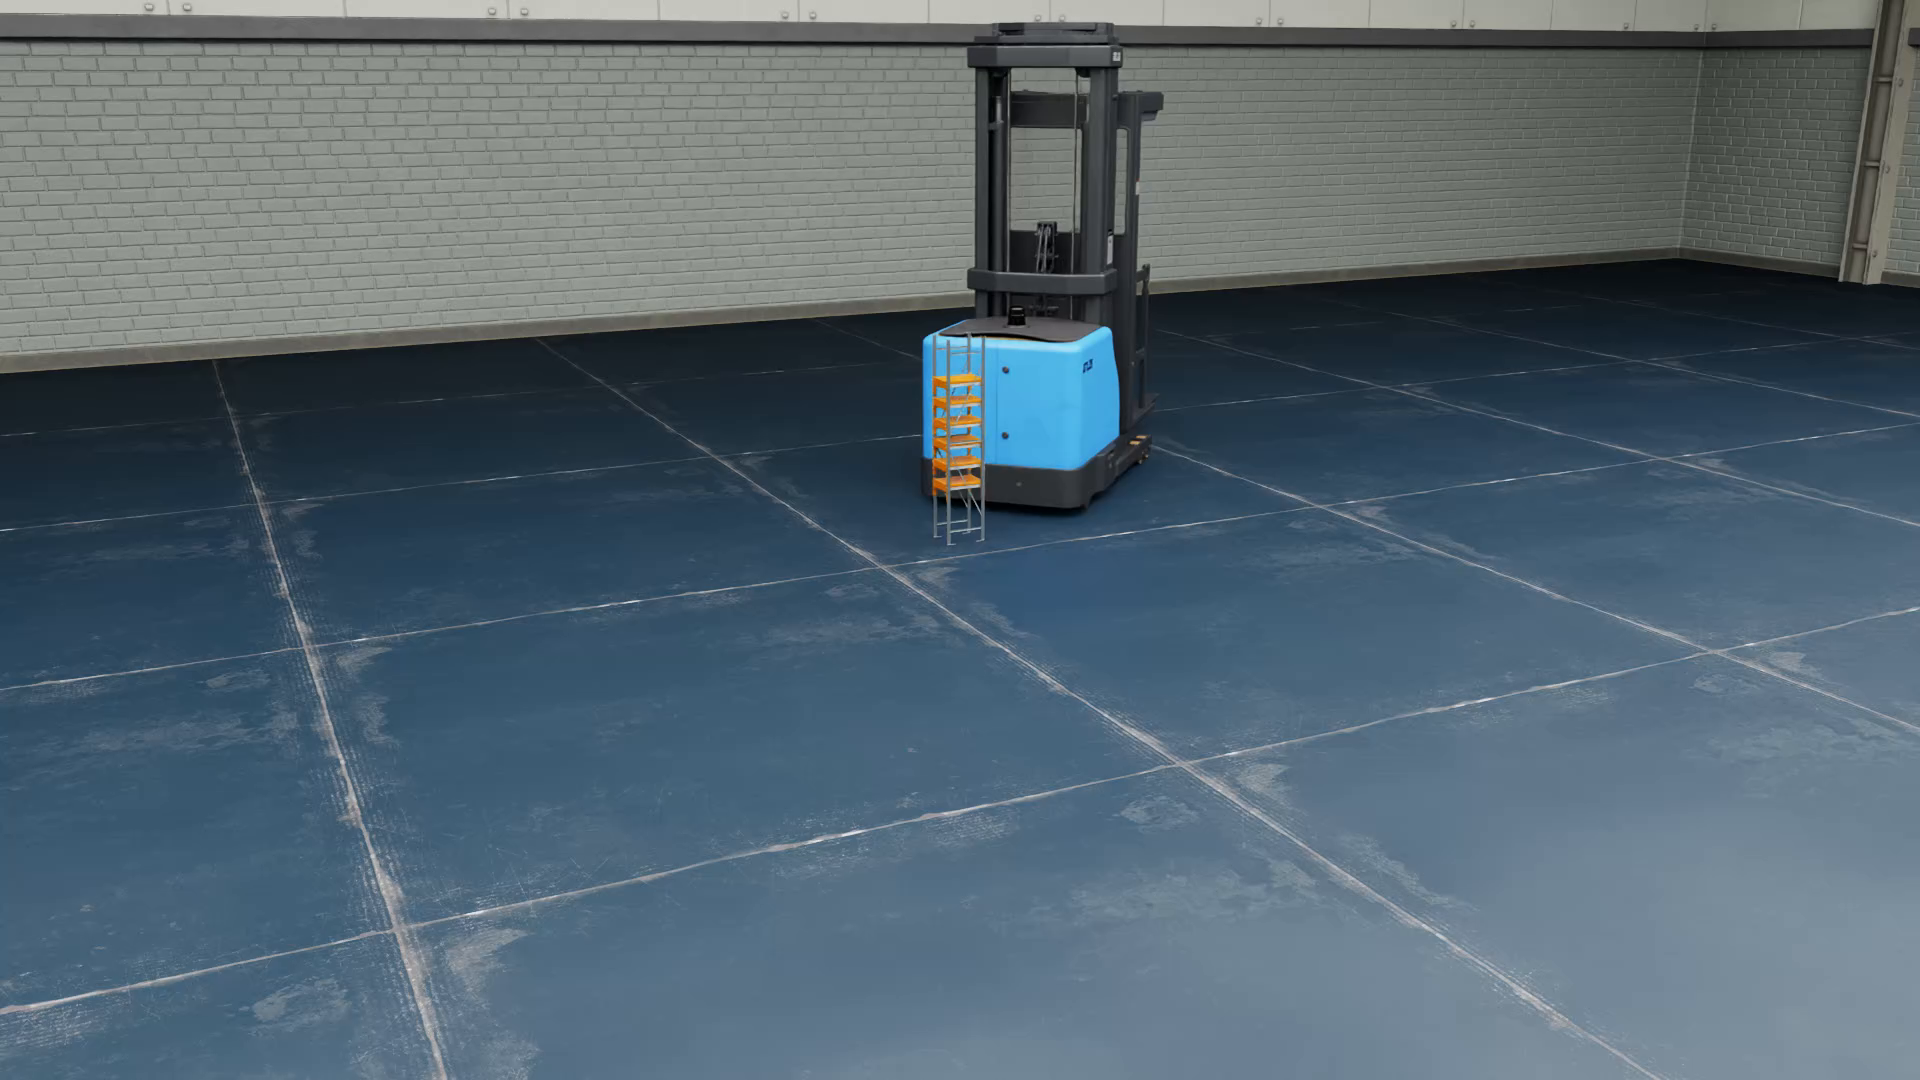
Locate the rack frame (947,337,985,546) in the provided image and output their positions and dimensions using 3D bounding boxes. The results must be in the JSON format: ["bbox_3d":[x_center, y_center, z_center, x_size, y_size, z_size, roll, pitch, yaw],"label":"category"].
[{"bbox_3d":[0.034,-0.558,9.519,0.240,1.200,0.006,-8,18,-25],"label":"rack frame"}]

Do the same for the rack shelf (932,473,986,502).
[{"bbox_3d":[-0.006,-0.307,9.676,0.258,0.103,0.180,-8,18,-25],"label":"rack shelf"}]

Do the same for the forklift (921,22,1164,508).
[{"bbox_3d":[0.723,-1.967,11.290,1.130,2.935,3.031,6,17,19],"label":"forklift"}]

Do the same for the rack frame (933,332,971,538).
[{"bbox_3d":[-0.046,-0.603,9.677,0.240,1.200,0.006,-8,18,-25],"label":"rack frame"}]

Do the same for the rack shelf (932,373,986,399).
[{"bbox_3d":[-0.006,-0.884,9.511,0.258,0.103,0.180,-8,18,-25],"label":"rack shelf"}]

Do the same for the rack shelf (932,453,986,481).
[{"bbox_3d":[-0.006,-0.422,9.643,0.258,0.103,0.180,-8,18,-25],"label":"rack shelf"}]

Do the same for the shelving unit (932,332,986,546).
[{"bbox_3d":[-0.006,-0.580,9.598,0.258,1.200,0.189,-8,18,-25],"label":"shelving unit"}]

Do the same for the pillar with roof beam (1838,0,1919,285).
[{"bbox_3d":[7.614,-7.097,18.168,9.100,9.000,0.400,-8,18,-25],"label":"pillar with roof beam"}]

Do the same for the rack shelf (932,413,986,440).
[{"bbox_3d":[-0.006,-0.653,9.577,0.258,0.103,0.180,-8,18,-25],"label":"rack shelf"}]

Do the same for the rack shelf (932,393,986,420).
[{"bbox_3d":[-0.006,-0.768,9.544,0.258,0.103,0.180,-8,18,-25],"label":"rack shelf"}]

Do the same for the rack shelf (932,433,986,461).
[{"bbox_3d":[-0.006,-0.538,9.610,0.258,0.103,0.180,-8,18,-25],"label":"rack shelf"}]
